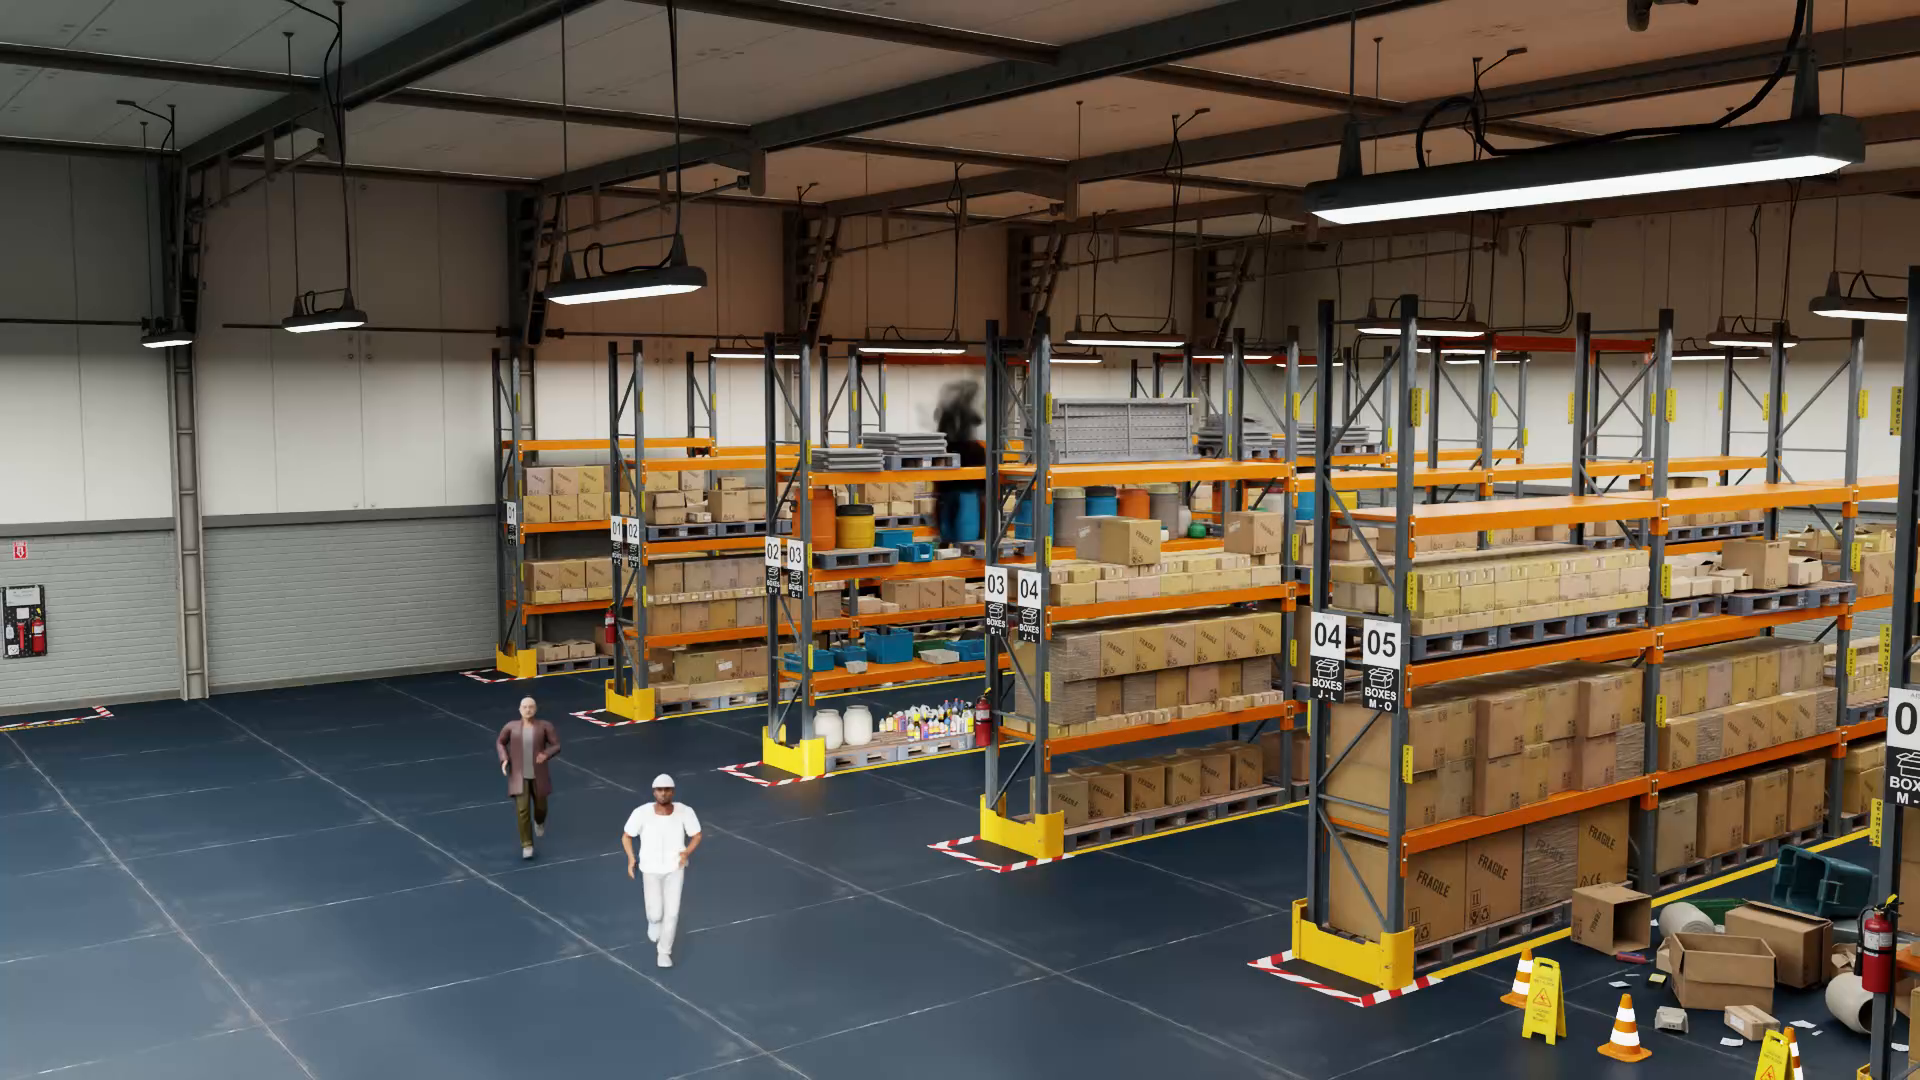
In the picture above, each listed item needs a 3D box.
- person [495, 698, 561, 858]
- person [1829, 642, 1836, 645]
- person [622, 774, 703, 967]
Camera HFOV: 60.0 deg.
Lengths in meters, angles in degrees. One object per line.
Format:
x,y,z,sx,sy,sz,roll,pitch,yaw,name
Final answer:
-4.870,2.646,18.771,0.720,1.744,0.904,-1,5,-14,person
12.406,2.276,23.661,0.913,1.657,0.619,-4,6,-36,person
-2.700,2.979,15.147,0.718,1.722,0.618,-1,5,-13,person
